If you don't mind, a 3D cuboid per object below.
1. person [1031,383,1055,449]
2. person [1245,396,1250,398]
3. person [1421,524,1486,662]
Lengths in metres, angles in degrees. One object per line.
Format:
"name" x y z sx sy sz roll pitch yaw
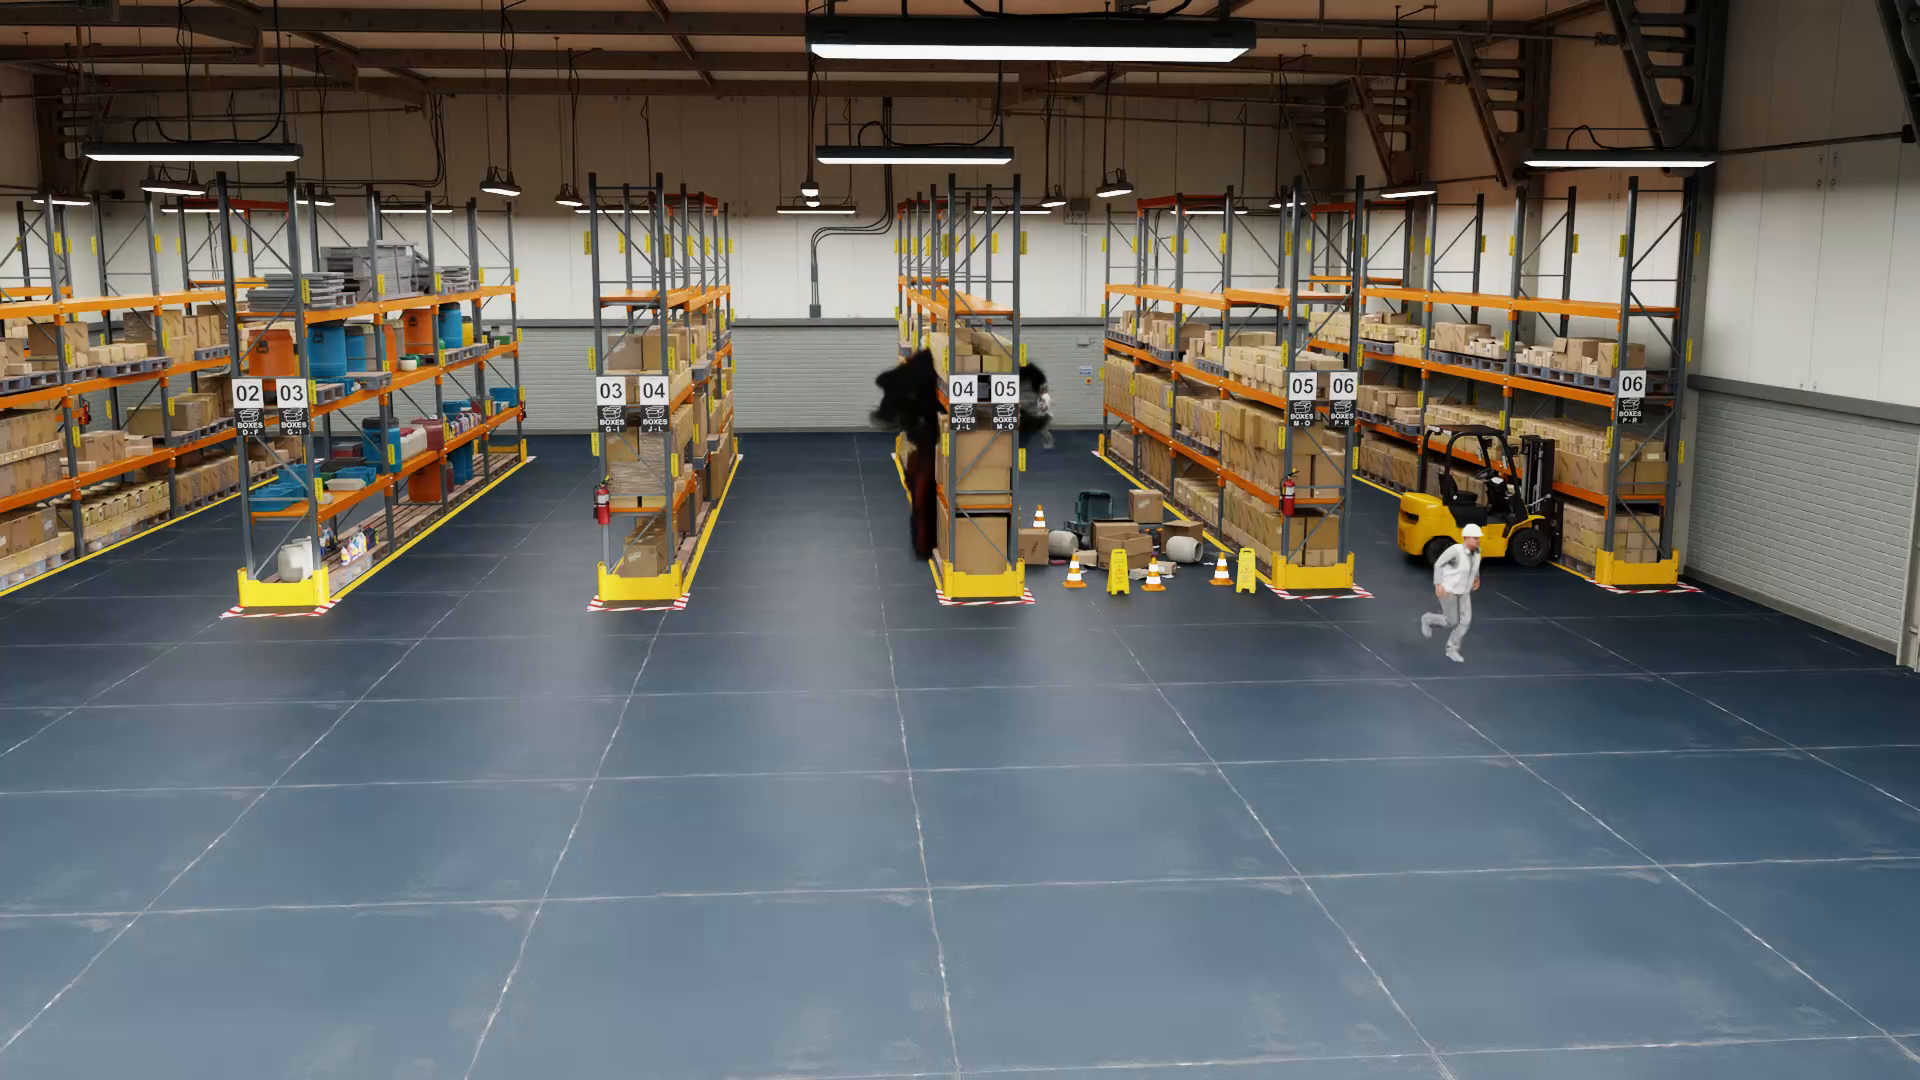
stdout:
"person" 2.051 -3.094 41.448 0.660 1.641 0.553 -3 11 -19
"person" 6.463 -2.450 37.651 0.660 1.753 0.878 -2 10 -14
"person" 6.063 0.614 20.451 0.657 1.718 0.872 -7 12 -33
